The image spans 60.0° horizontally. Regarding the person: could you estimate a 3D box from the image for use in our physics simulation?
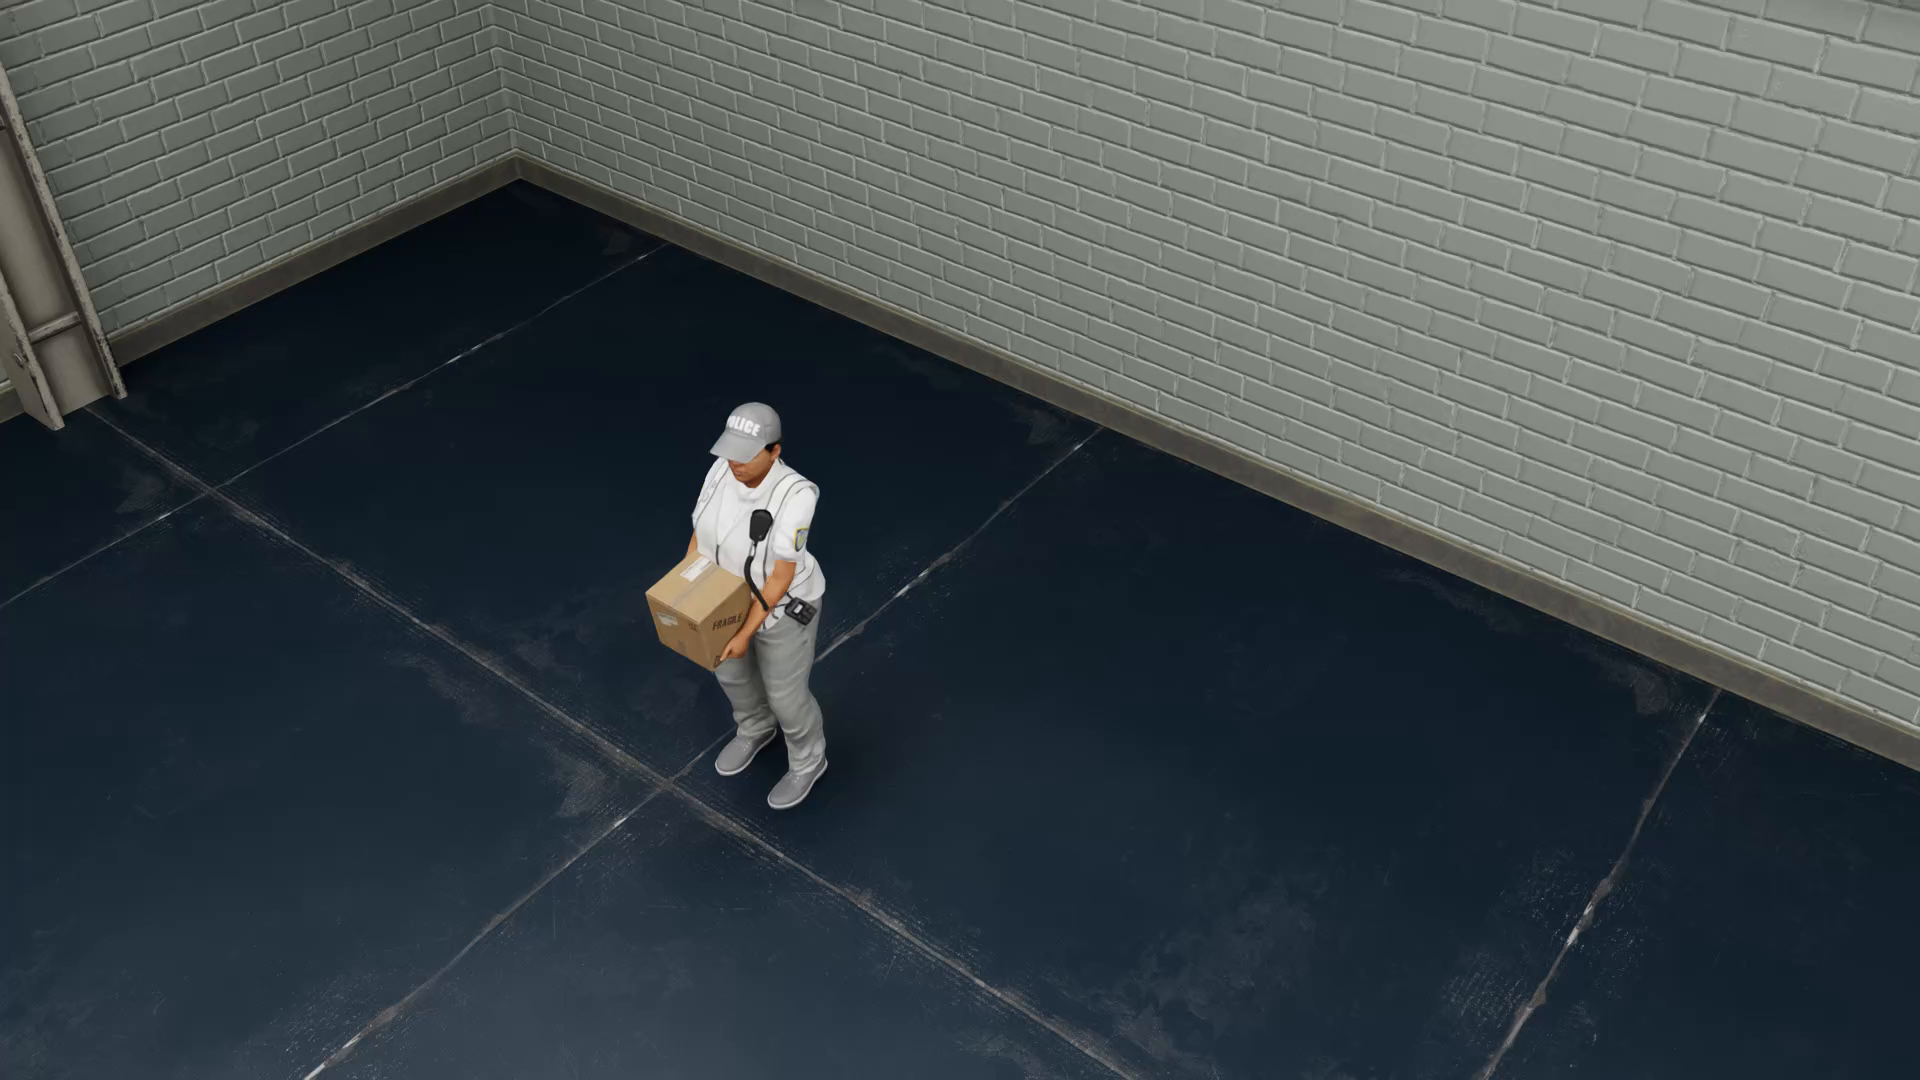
[{"bbox_3d":[-0.740,0.262,5.838,0.452,1.662,0.539,26,46,28],"label":"person"}]
